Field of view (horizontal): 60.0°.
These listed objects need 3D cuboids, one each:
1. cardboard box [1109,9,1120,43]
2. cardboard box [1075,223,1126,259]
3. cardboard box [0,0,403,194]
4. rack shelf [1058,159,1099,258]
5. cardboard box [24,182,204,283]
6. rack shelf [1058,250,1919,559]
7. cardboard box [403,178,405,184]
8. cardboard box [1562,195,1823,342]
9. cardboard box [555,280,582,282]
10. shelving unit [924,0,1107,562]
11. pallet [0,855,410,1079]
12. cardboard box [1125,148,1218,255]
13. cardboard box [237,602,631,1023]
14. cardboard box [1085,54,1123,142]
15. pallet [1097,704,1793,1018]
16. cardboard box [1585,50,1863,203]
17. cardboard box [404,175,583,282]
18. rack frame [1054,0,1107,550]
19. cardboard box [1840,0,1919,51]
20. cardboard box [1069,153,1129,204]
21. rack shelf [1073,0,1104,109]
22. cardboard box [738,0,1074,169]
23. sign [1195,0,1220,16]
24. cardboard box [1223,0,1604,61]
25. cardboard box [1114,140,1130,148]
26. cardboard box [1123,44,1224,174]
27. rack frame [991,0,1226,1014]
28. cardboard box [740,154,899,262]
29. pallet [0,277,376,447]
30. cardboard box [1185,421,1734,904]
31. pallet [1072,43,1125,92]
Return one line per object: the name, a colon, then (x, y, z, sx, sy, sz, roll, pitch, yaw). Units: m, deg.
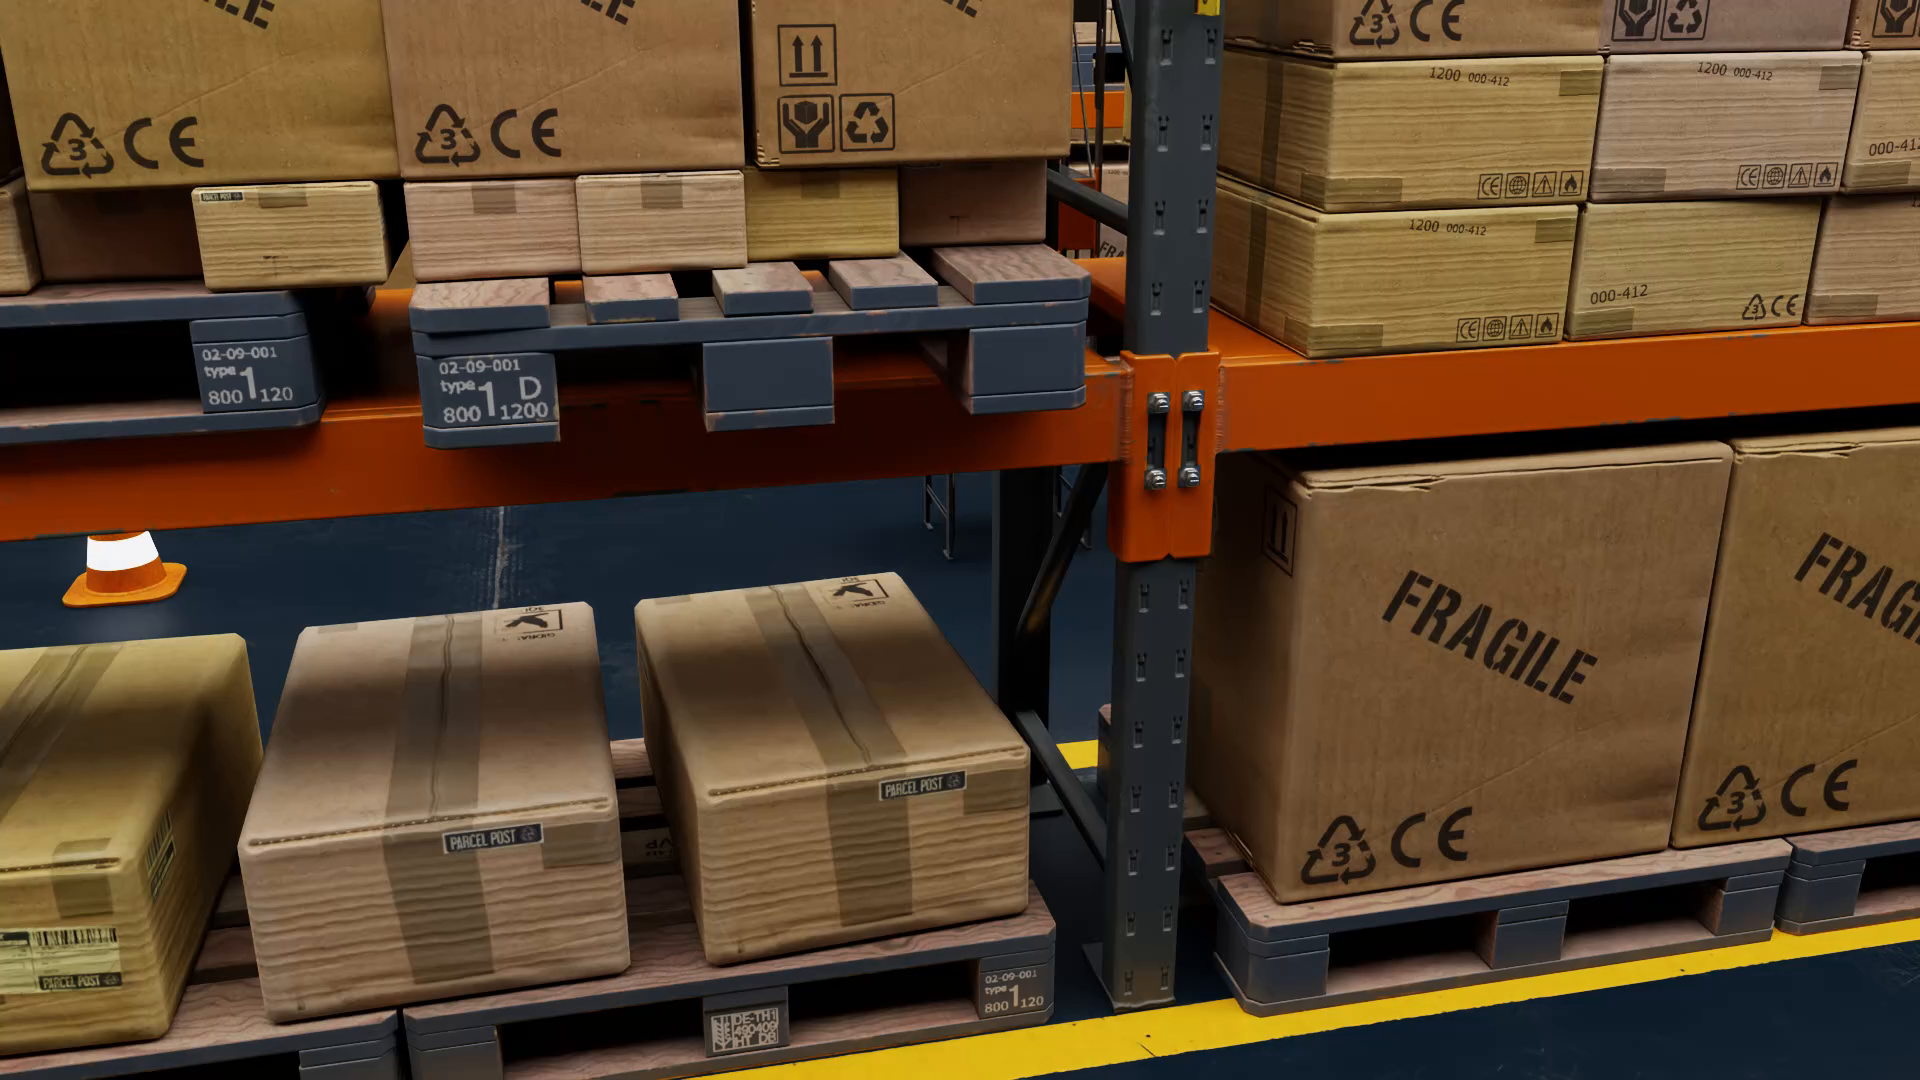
cardboard box: (0.784, -2.450, 7.896, 0.250, 0.149, 0.380, -4, 21, -12)
cardboard box: (0.747, -1.374, 8.229, 0.500, 0.500, 0.500, -5, 21, -14)
cardboard box: (-1.120, -0.818, 2.499, 0.500, 0.500, 0.500, -6, 21, -16)
rack shelf: (0.161, -0.986, 5.494, 0.480, 0.518, 0.431, -5, 21, -12)
cardboard box: (-1.279, -0.521, 2.630, 0.250, 0.149, 0.380, -4, 21, -12)
rack shelf: (2.196, -0.469, 3.779, 4.000, 0.370, 1.077, -5, 21, -12)
cardboard box: (-0.941, -0.732, 3.206, 0.250, 0.149, 0.380, -5, 21, -12)
cardboard box: (1.280, -0.579, 3.252, 0.500, 0.250, 0.500, -5, 21, -14)
cardboard box: (-1.601, -1.420, 7.990, 0.750, 0.750, 1.050, -5, 21, -13)
shelving unit: (0.161, -0.999, 5.489, 0.503, 2.100, 0.431, -5, 21, -12)
pallet: (-1.696, 0.818, 3.275, 1.213, 0.211, 1.003, -5, 21, -12)
cardboard box: (0.683, -0.705, 3.596, 0.500, 0.250, 0.500, -5, 21, -14)
cardboard box: (-1.018, 0.491, 3.323, 0.625, 0.372, 0.950, -5, 21, -14)
cardboard box: (1.244, -3.424, 13.280, 0.875, 0.875, 1.225, -5, 21, -12)
pallet: (1.035, 0.624, 3.804, 1.213, 0.211, 1.003, -5, 21, -12)
cardboard box: (1.303, -0.811, 3.158, 0.500, 0.250, 0.500, -4, 21, -11)
cardboard box: (-0.741, -0.525, 2.642, 0.250, 0.149, 0.380, -6, 21, -15)
rack frame: (0.399, -1.018, 5.542, 0.015, 2.100, 0.400, -5, 21, -12)
cardboard box: (1.774, -1.200, 3.131, 0.500, 0.500, 0.500, -4, 21, -11)
cardboard box: (0.718, -1.721, 8.086, 0.500, 0.250, 0.500, -4, 21, -12)
rack shelf: (0.161, -1.644, 5.253, 0.480, 0.518, 0.431, -5, 21, -12)
cardboard box: (-0.128, -0.903, 2.730, 0.500, 0.500, 0.500, -5, 21, -14)
sign: (0.384, -0.974, 2.544, 0.005, 0.325, 0.100, -5, 21, -12)
cardboard box: (0.786, -1.122, 2.917, 0.500, 0.500, 0.500, -5, 21, -14)
cardboard box: (1.111, -1.937, 8.676, 0.500, 0.250, 0.500, -4, 20, -10)
cardboard box: (0.663, -0.936, 3.500, 0.500, 0.250, 0.500, -5, 21, -13)
rack frame: (0.250, -0.648, 3.223, 0.127, 3.000, 1.000, -5, 21, -12)
cardboard box: (-0.259, -0.577, 2.784, 0.250, 0.149, 0.380, -4, 21, -12)
pallet: (-1.667, -0.388, 2.791, 1.213, 0.211, 1.003, -5, 21, -12)
cardboard box: (0.941, 0.125, 3.590, 0.875, 0.875, 0.875, -5, 21, -13)
pallet: (0.930, -2.377, 8.223, 1.213, 0.211, 1.003, -5, 21, -12)
